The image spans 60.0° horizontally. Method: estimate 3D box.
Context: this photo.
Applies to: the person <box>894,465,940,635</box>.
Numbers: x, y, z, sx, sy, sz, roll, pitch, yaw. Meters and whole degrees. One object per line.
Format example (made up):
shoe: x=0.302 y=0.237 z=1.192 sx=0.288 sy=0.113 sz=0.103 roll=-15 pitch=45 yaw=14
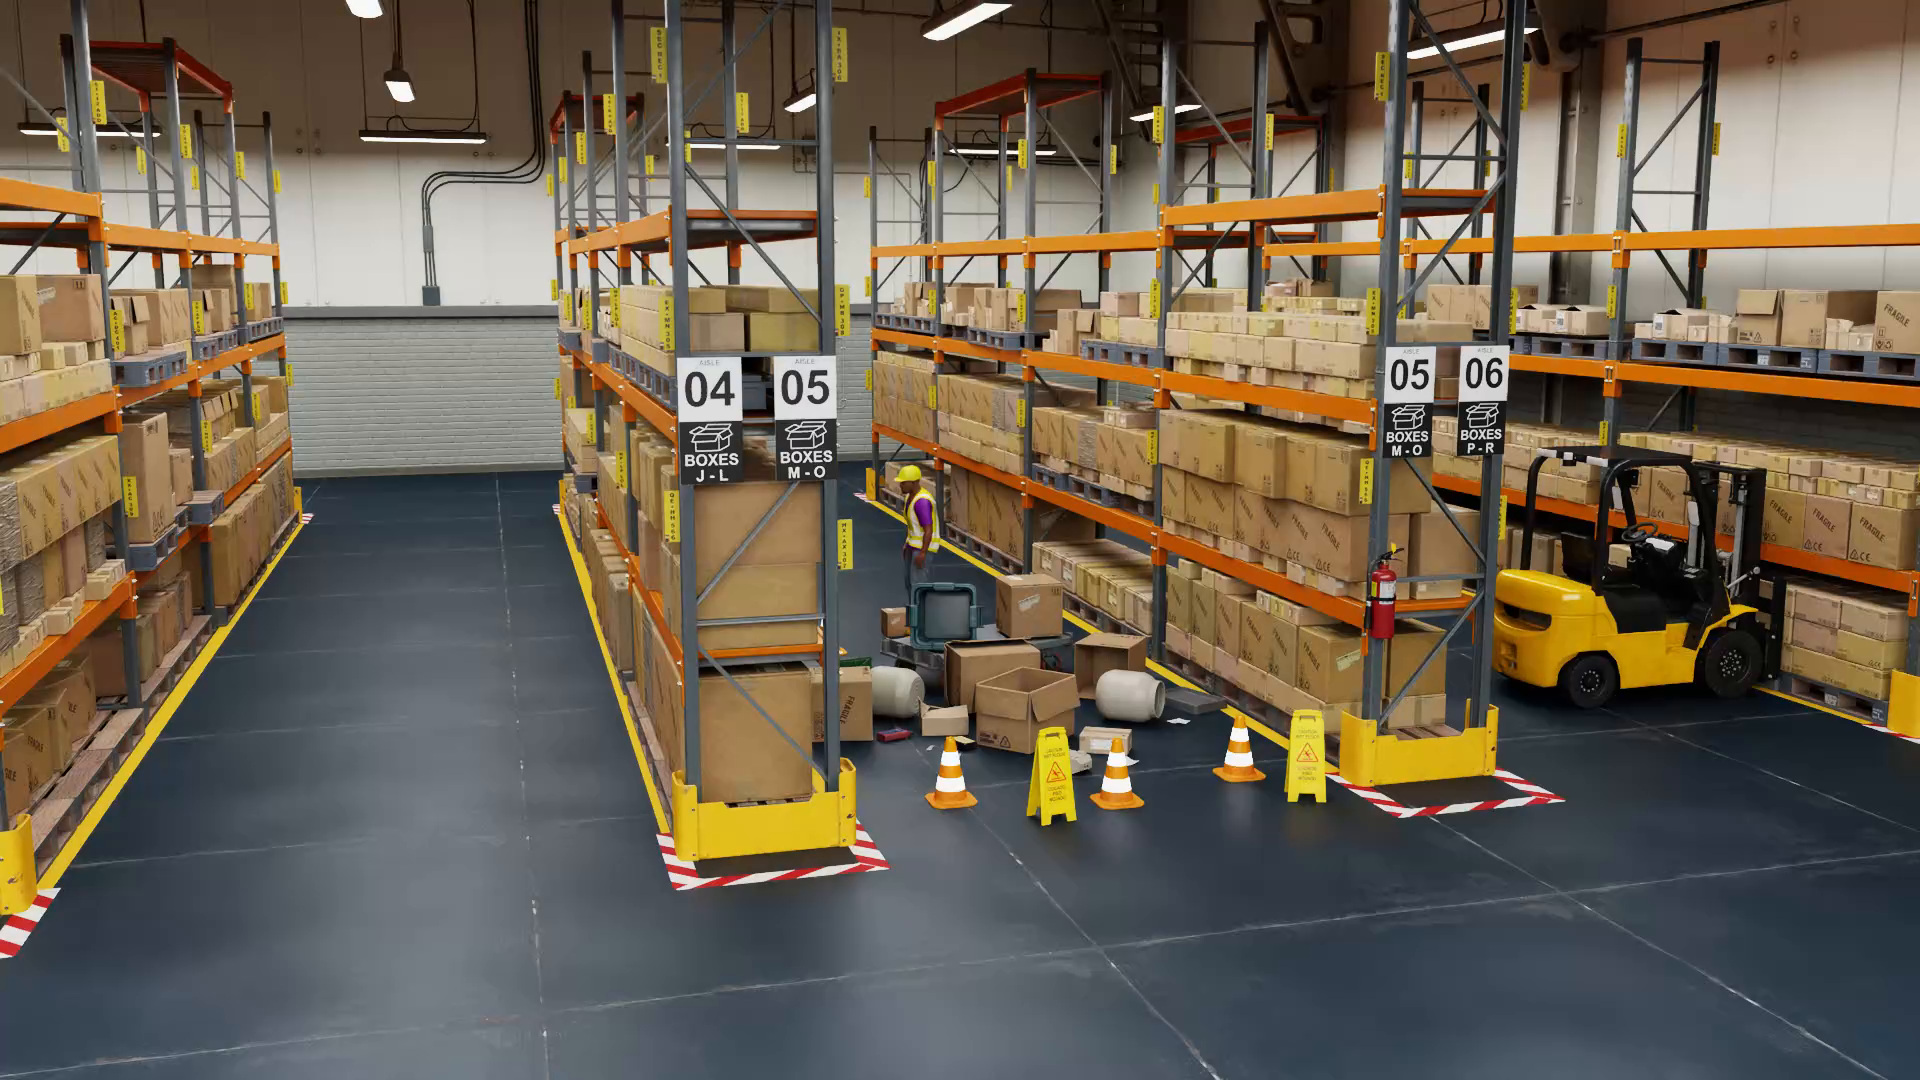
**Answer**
person: x=-0.456 y=0.097 z=17.217 sx=0.462 sy=1.761 sz=0.628 roll=-3 pitch=10 yaw=-16
